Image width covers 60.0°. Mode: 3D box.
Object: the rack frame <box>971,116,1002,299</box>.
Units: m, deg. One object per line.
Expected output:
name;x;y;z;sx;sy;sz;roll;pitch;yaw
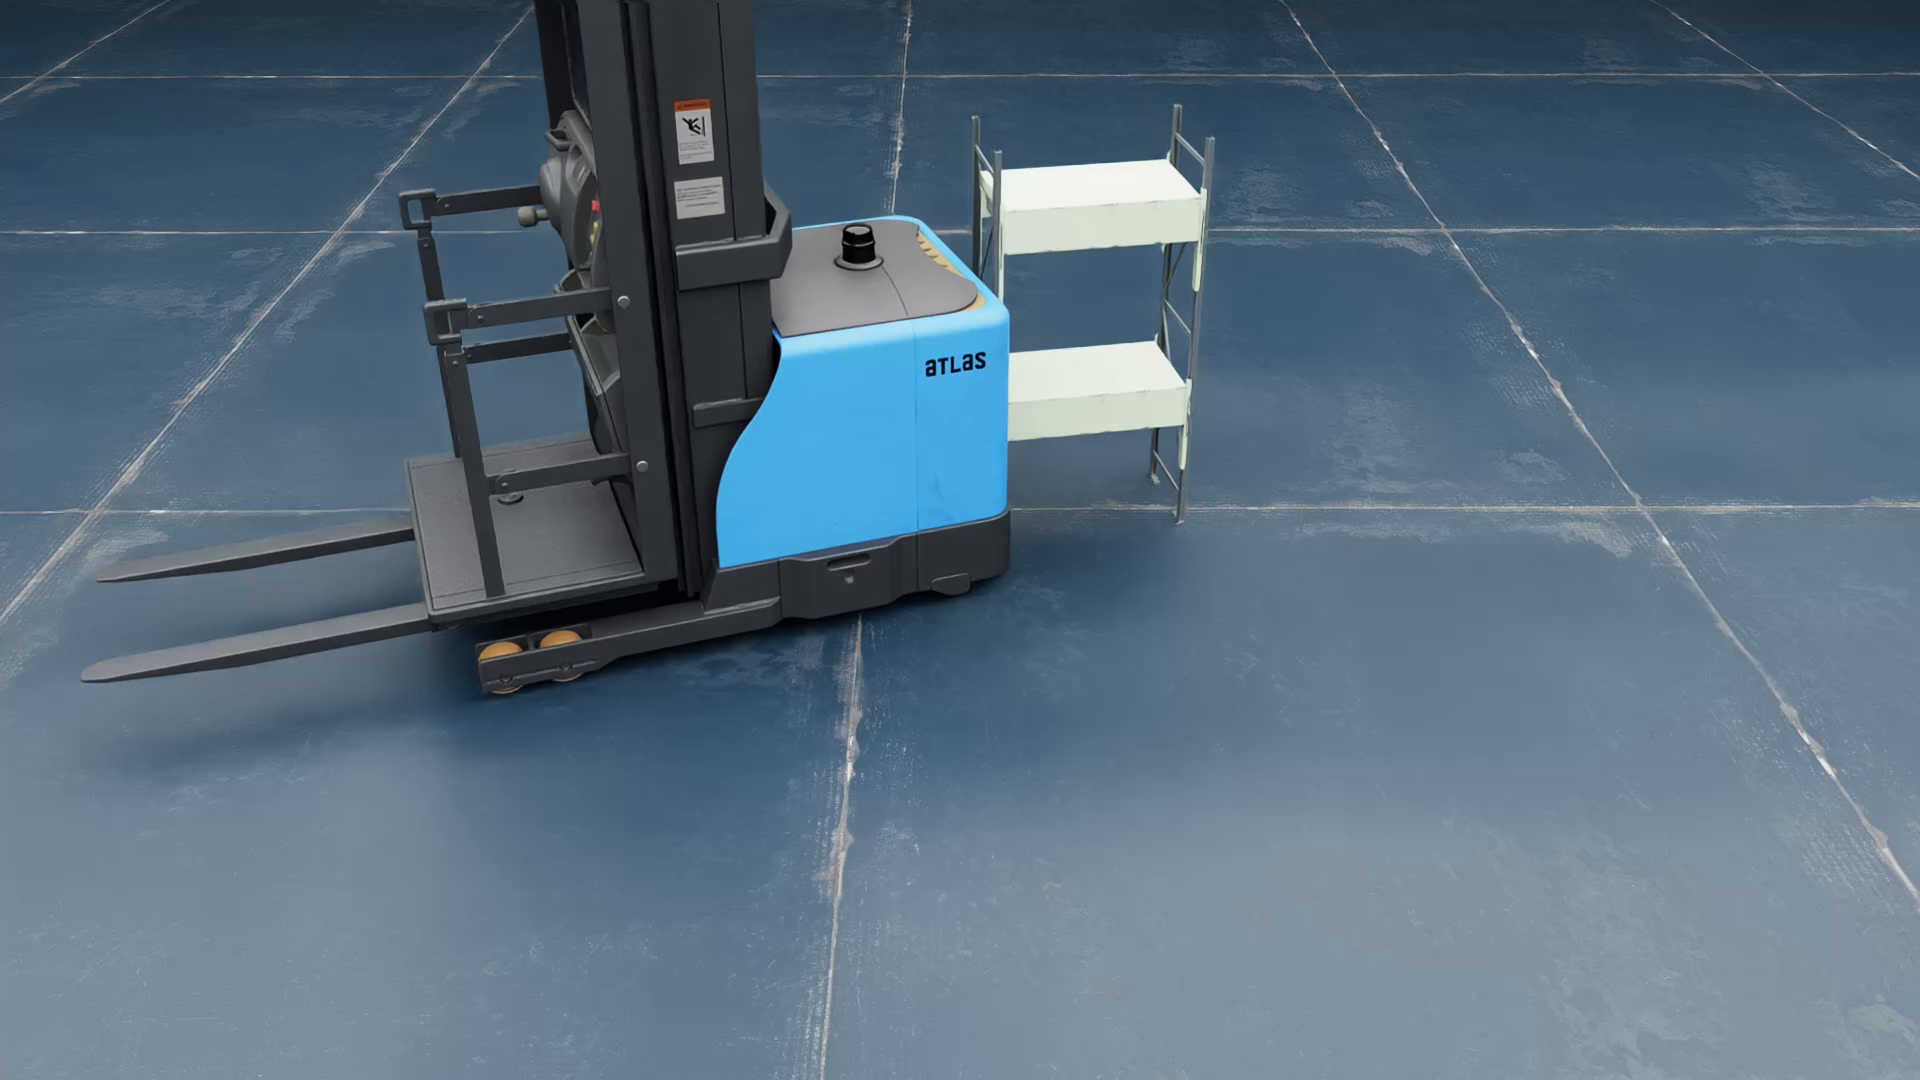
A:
rack frame;0.089;-0.733;6.012;0.023;1.500;0.400;-6;32;-9

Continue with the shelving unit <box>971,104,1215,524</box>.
shelving unit;0.448;-0.769;6.072;0.755;1.500;0.431;-6;32;-9

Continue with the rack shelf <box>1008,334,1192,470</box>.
rack shelf;0.448;-0.491;6.241;0.720;0.370;0.431;-6;32;-9

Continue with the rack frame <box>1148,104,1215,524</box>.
rack frame;0.807;-0.806;6.132;0.023;1.500;0.400;-6;32;-9

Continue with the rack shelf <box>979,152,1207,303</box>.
rack shelf;0.448;-1.103;5.870;0.720;0.370;0.431;-6;32;-9

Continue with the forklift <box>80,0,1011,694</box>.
forklift;-1.394;-1.062;5.174;3.031;2.935;1.130;-11;33;-17
